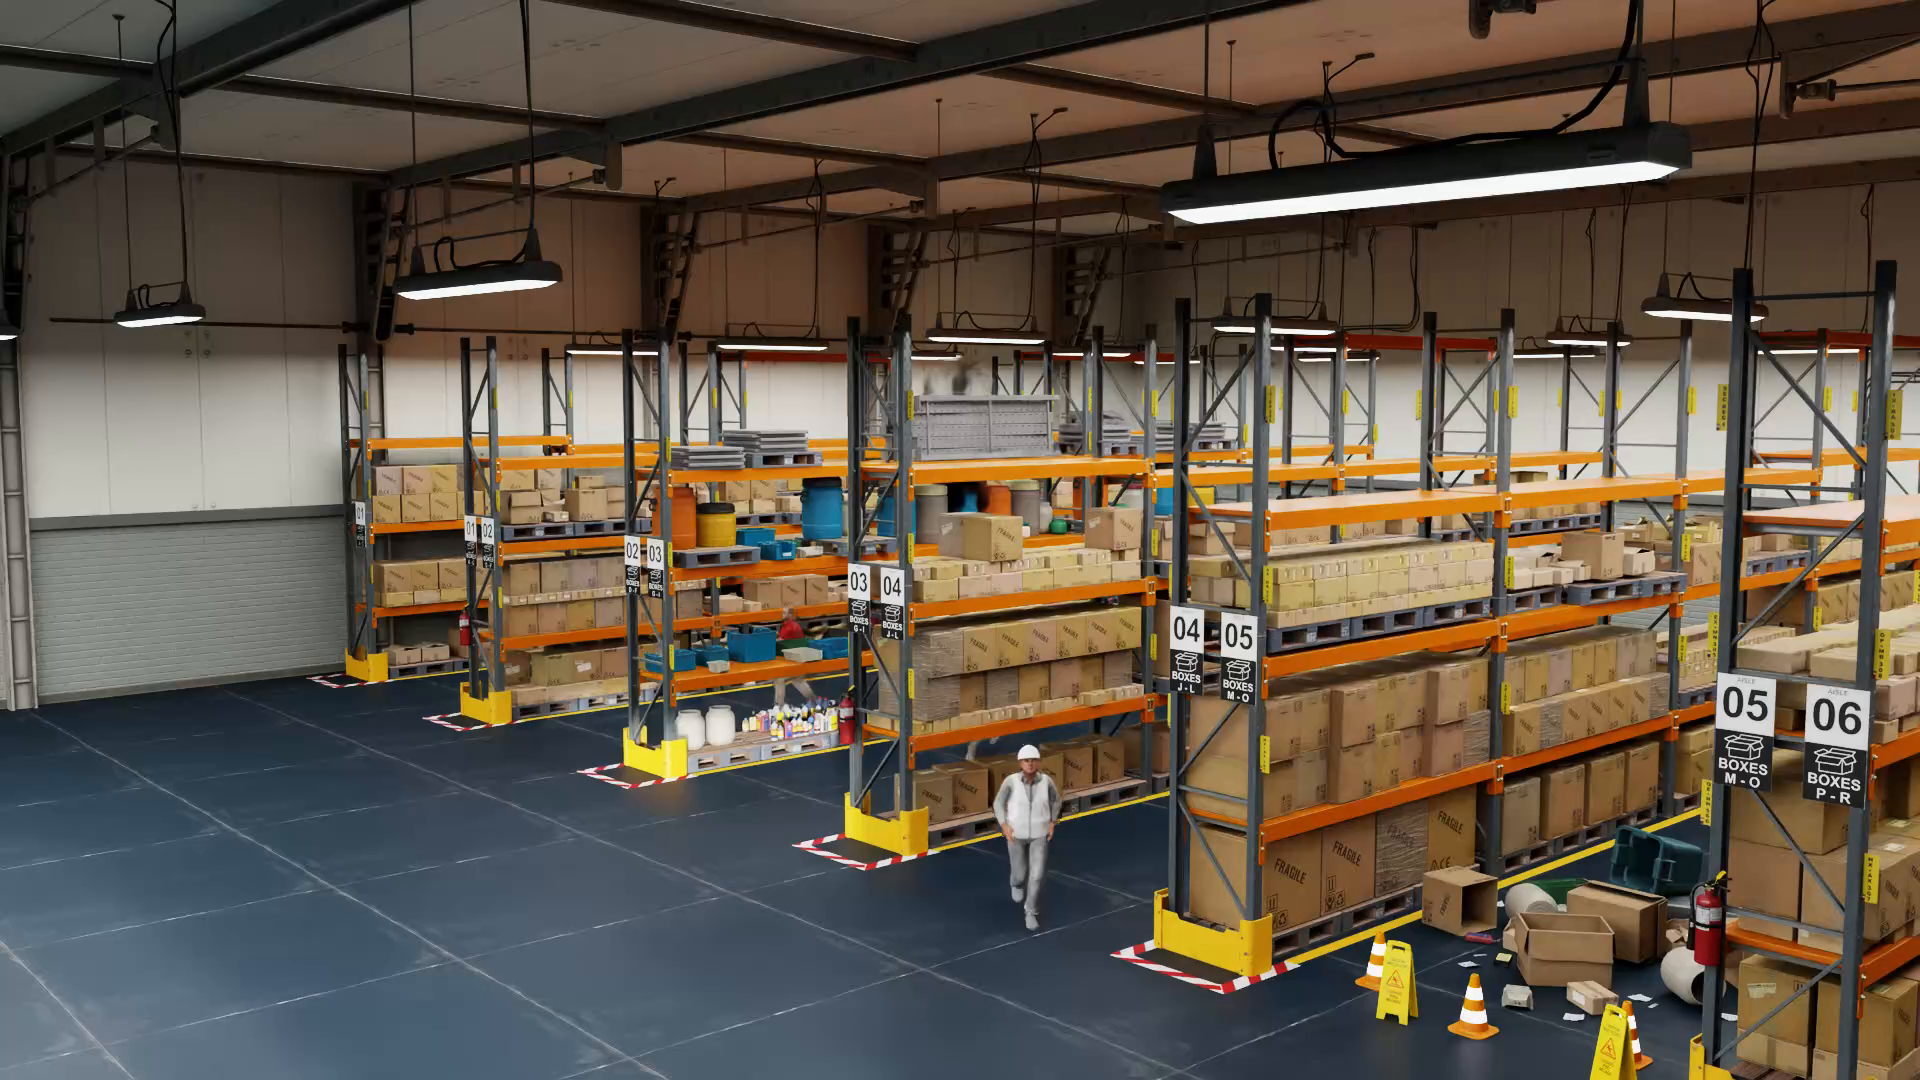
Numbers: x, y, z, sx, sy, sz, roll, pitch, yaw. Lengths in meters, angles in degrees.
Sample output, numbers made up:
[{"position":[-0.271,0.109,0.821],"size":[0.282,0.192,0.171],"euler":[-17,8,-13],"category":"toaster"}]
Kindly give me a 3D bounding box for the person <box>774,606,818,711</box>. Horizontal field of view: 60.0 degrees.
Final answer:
[{"position":[-2.657,1.938,26.523],"size":[0.878,1.780,0.636],"euler":[-4,6,-35],"category":"person"}]

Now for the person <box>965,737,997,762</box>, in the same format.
[{"position":[0.309,2.235,23.573],"size":[0.618,1.683,1.057],"euler":[3,6,28],"category":"person"}]

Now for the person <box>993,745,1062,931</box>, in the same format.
[{"position":[0.663,2.855,16.248],"size":[0.680,1.762,0.752],"euler":[0,5,-3],"category":"person"}]
